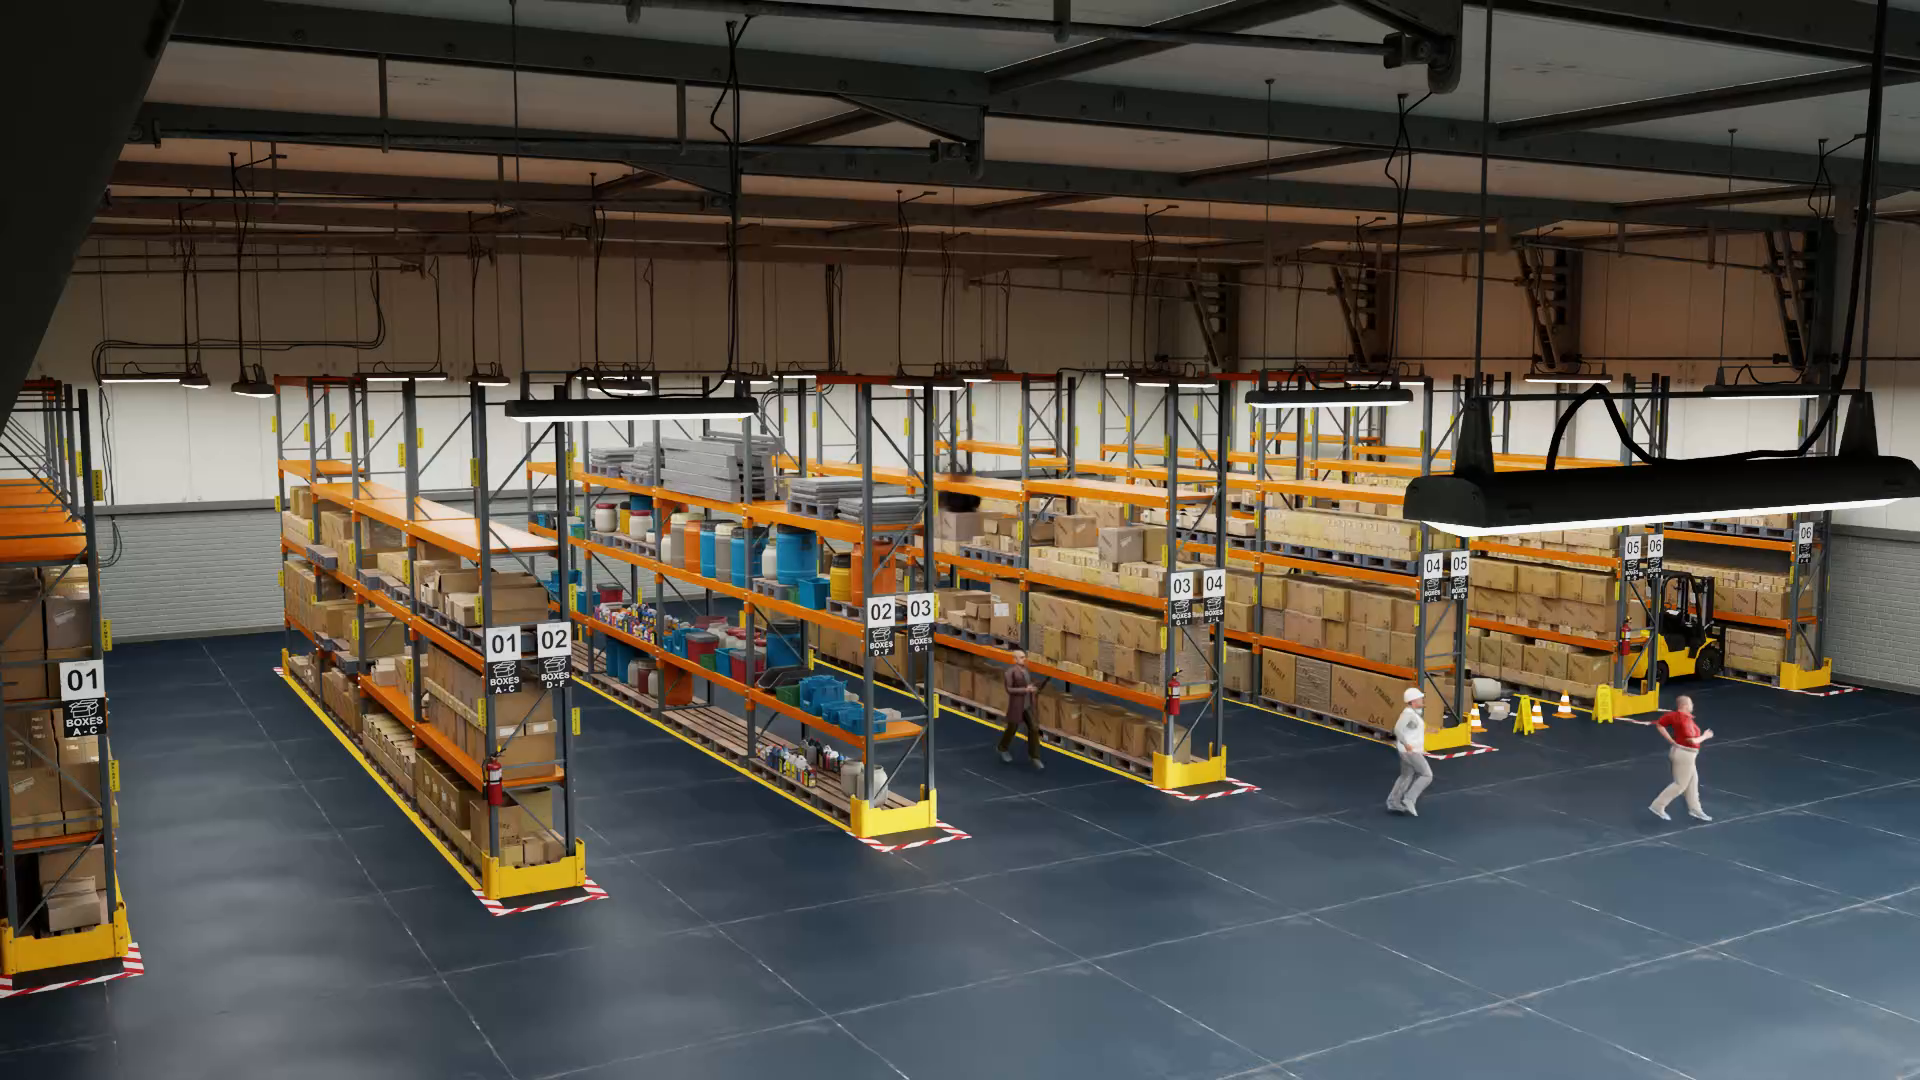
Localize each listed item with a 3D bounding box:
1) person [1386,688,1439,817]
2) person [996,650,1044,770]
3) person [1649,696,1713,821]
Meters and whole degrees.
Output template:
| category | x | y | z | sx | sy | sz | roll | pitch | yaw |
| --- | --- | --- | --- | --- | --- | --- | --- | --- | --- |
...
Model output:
| category | x | y | z | sx | sy | sz | roll | pitch | yaw |
| --- | --- | --- | --- | --- | --- | --- | --- | --- | --- |
| person | 6.304 | 2.939 | 23.122 | 0.704 | 1.789 | 0.631 | 1 | 6 | 9 |
| person | 0.921 | 2.611 | 25.811 | 0.678 | 1.829 | 0.923 | -5 | 8 | -40 |
| person | 9.793 | 2.966 | 22.611 | 0.804 | 1.721 | 0.652 | 1 | 6 | 5 |
